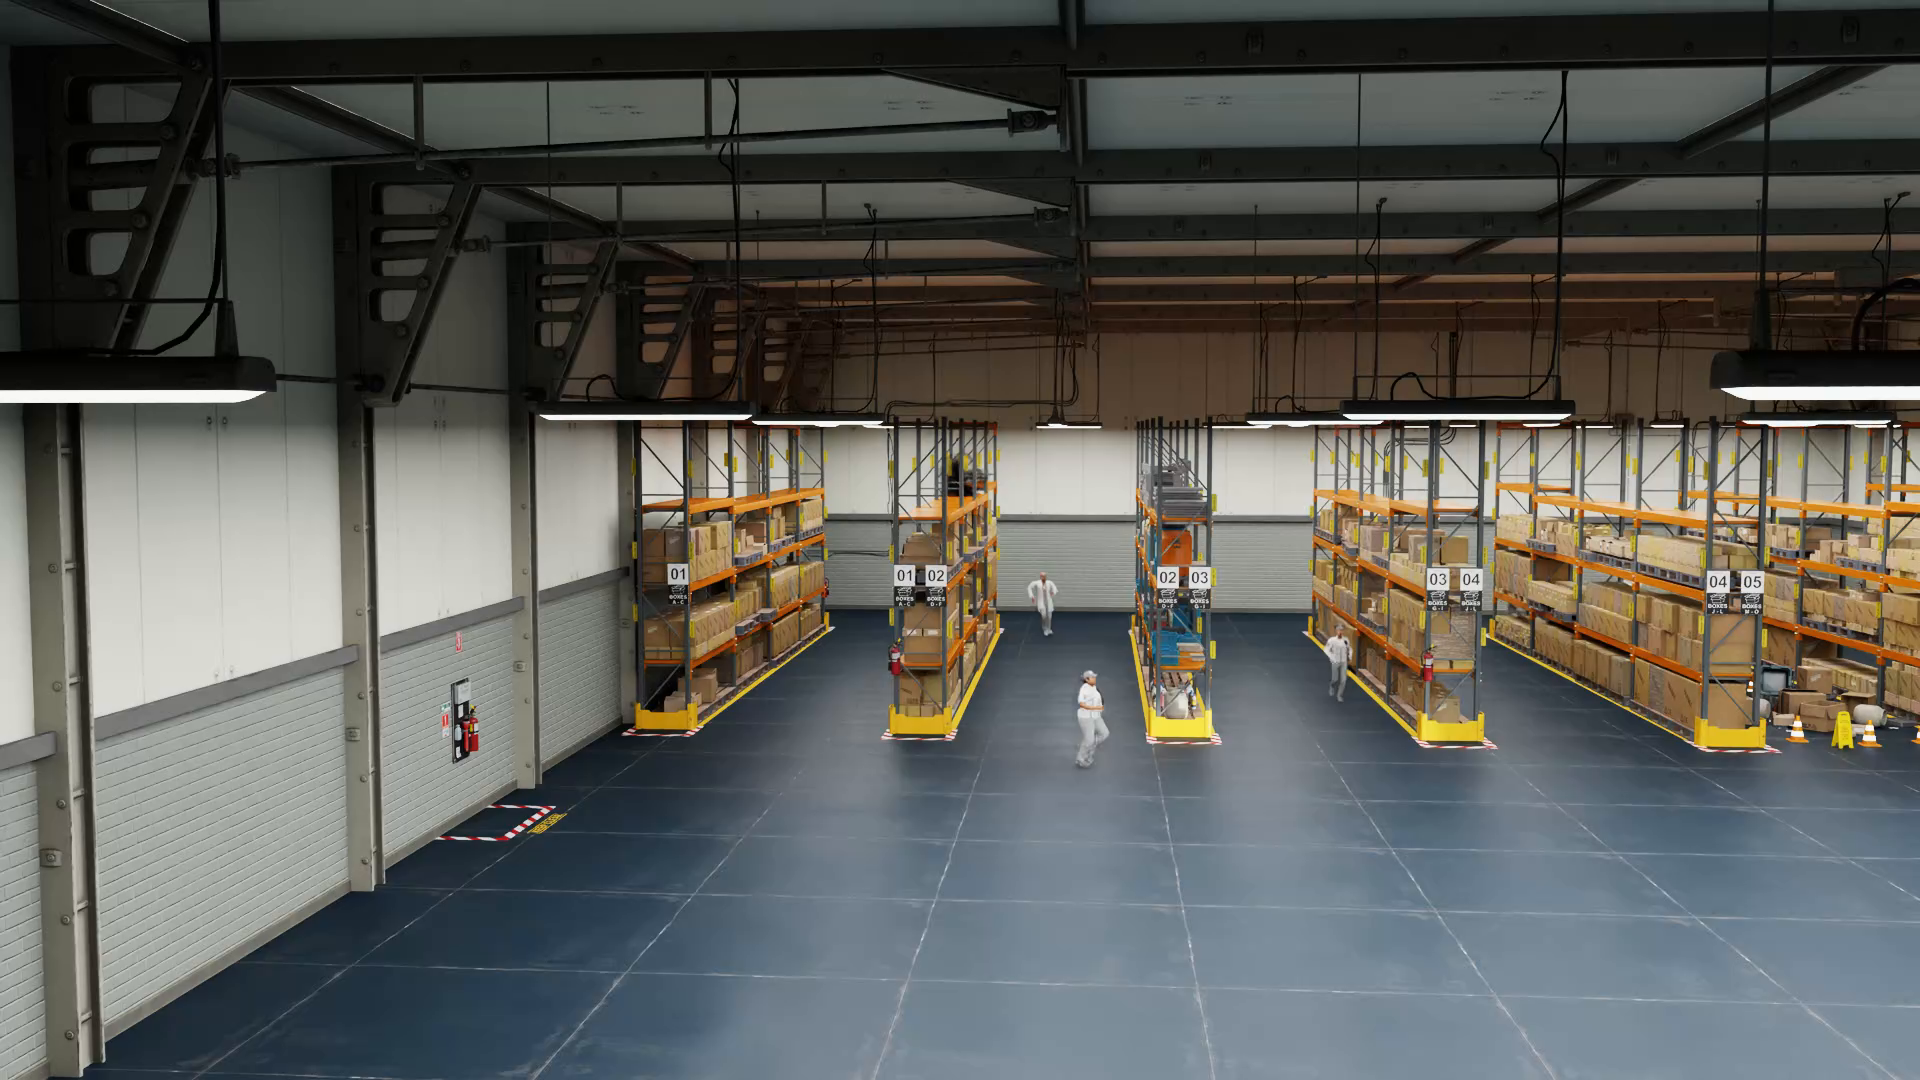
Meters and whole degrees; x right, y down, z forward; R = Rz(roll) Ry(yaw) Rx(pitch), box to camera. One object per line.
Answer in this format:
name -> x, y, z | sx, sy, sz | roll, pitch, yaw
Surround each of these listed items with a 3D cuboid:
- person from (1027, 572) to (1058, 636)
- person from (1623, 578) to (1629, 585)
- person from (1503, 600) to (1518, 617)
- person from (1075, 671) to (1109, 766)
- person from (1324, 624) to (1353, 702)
person -> 2.338, 1.775, 46.711 | 0.827, 1.748, 0.737 | -1, 4, -10
person -> 18.932, 1.766, 47.267 | 0.798, 1.795, 0.680 | 1, 4, 9
person -> 15.838, 1.770, 47.506 | 0.753, 1.739, 0.732 | -3, 5, -43
person -> 2.236, 3.049, 28.364 | 0.570, 1.626, 0.627 | 2, 4, 29
person -> 8.054, 2.592, 35.313 | 0.607, 1.647, 0.575 | 0, 4, -1
